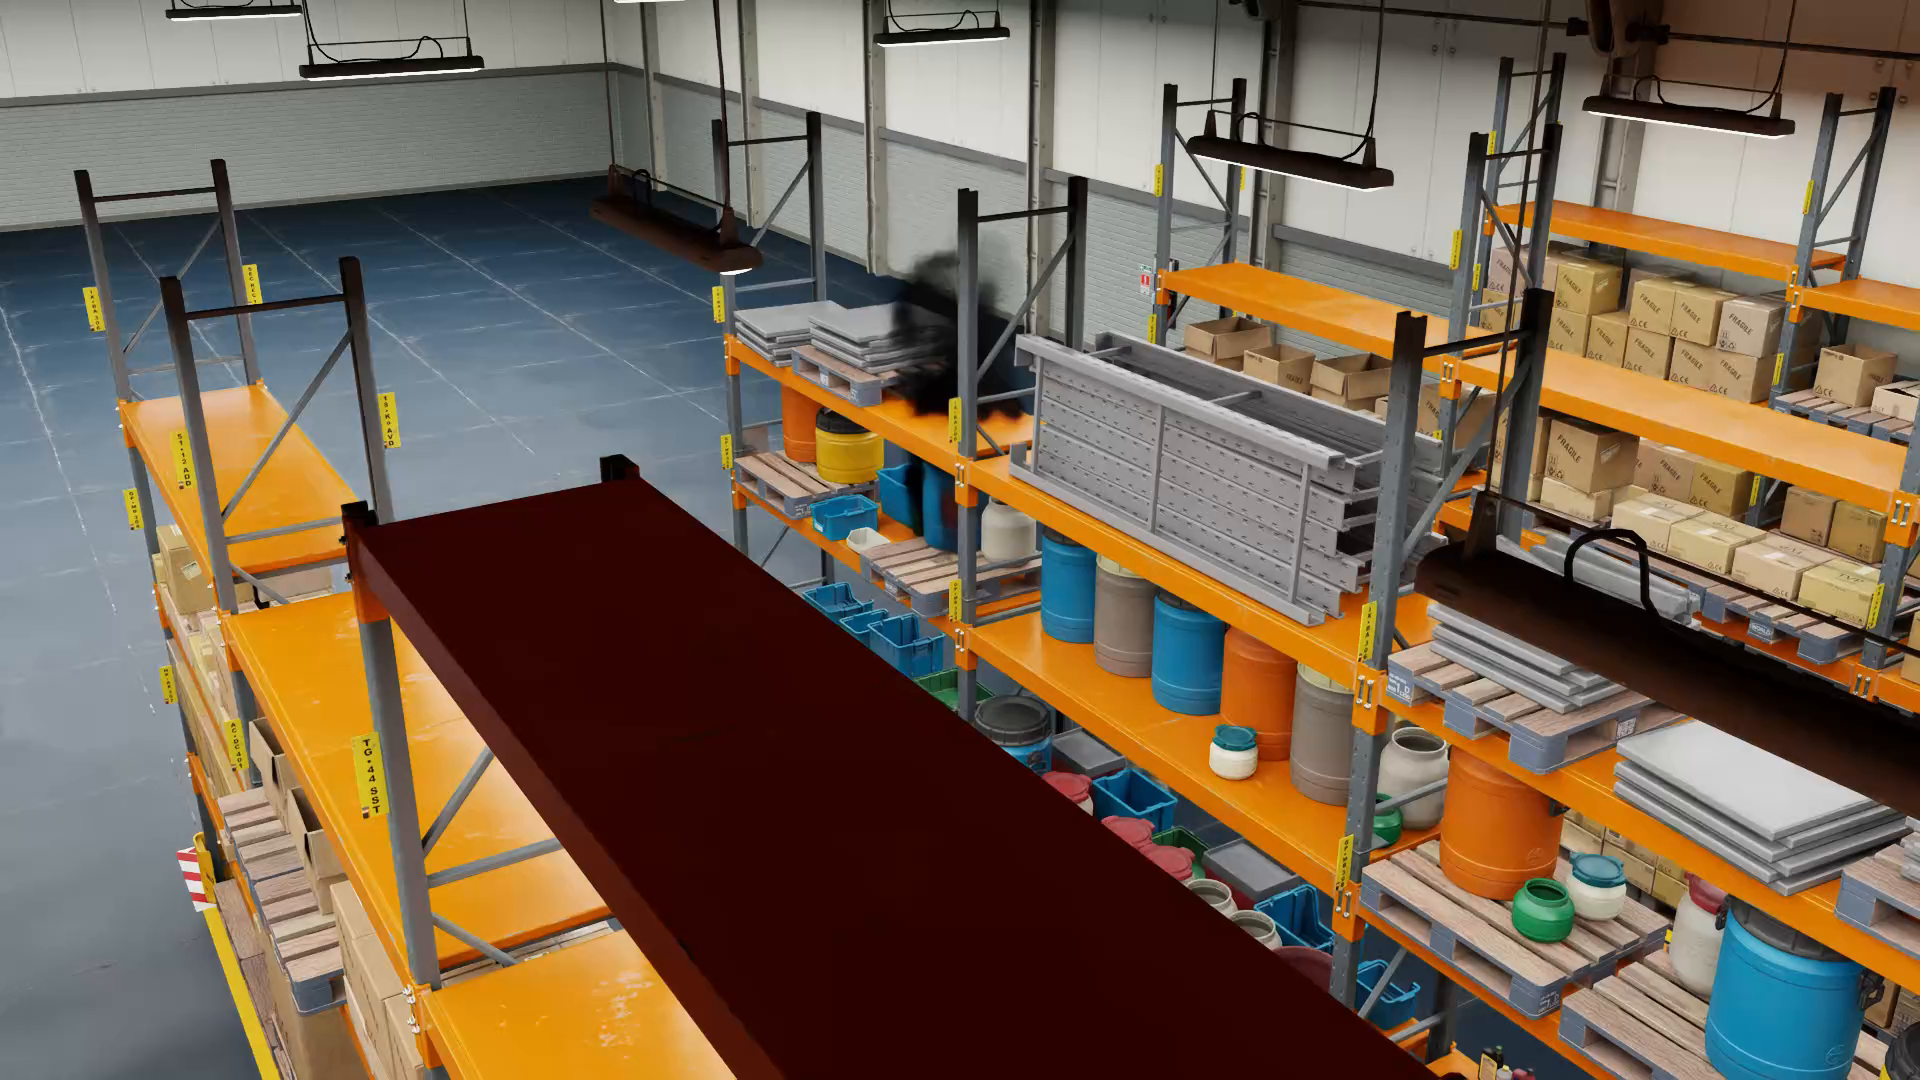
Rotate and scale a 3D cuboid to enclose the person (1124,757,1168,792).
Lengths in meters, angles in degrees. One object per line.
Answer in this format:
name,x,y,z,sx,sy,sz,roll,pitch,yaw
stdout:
person,1.520,1.732,13.965,0.634,1.842,0.643,-16,27,-35
